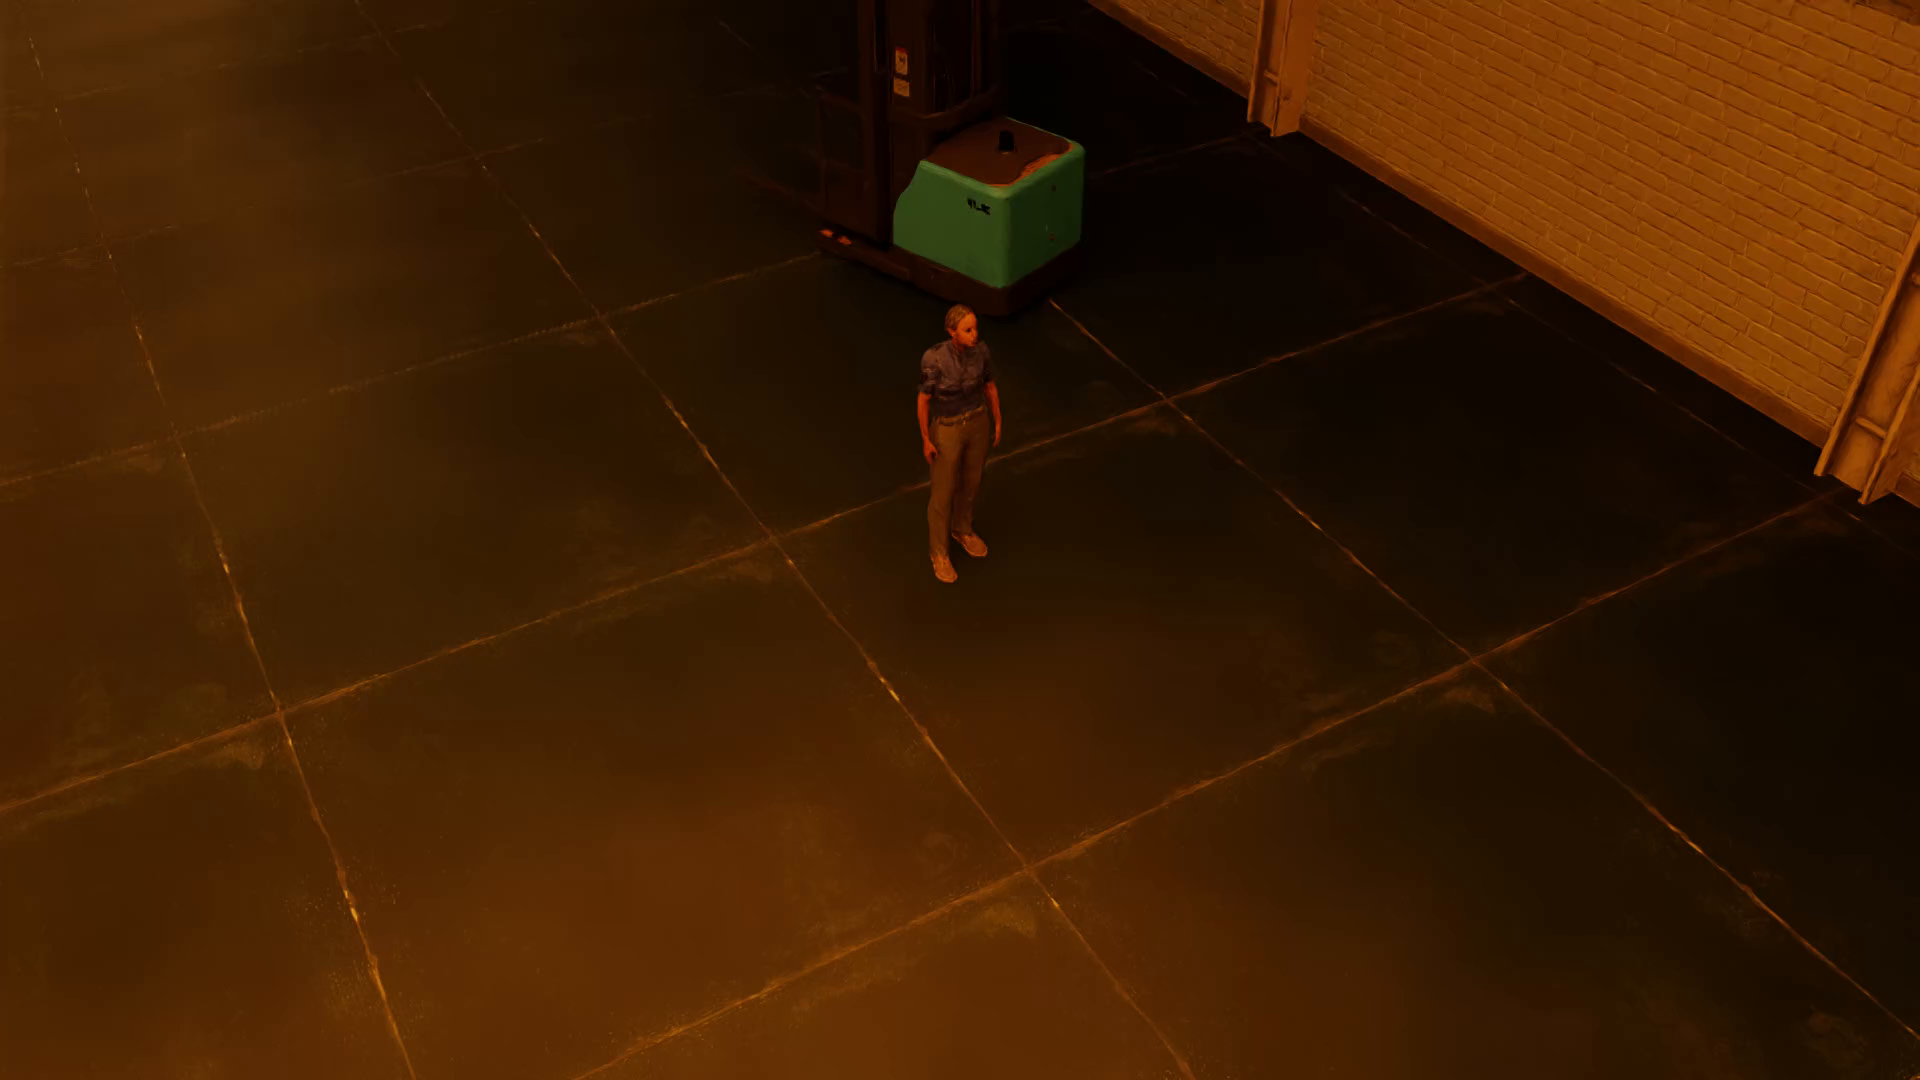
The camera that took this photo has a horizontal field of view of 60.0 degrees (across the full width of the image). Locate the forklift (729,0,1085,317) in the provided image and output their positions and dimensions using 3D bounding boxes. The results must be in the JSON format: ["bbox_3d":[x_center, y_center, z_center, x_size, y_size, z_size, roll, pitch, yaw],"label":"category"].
[{"bbox_3d":[-0.523,-3.555,12.322,3.031,2.935,1.130,28,47,30],"label":"forklift"}]

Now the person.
[{"bbox_3d":[0.027,-0.587,9.733,0.570,1.654,0.503,-20,44,-23],"label":"person"}]
